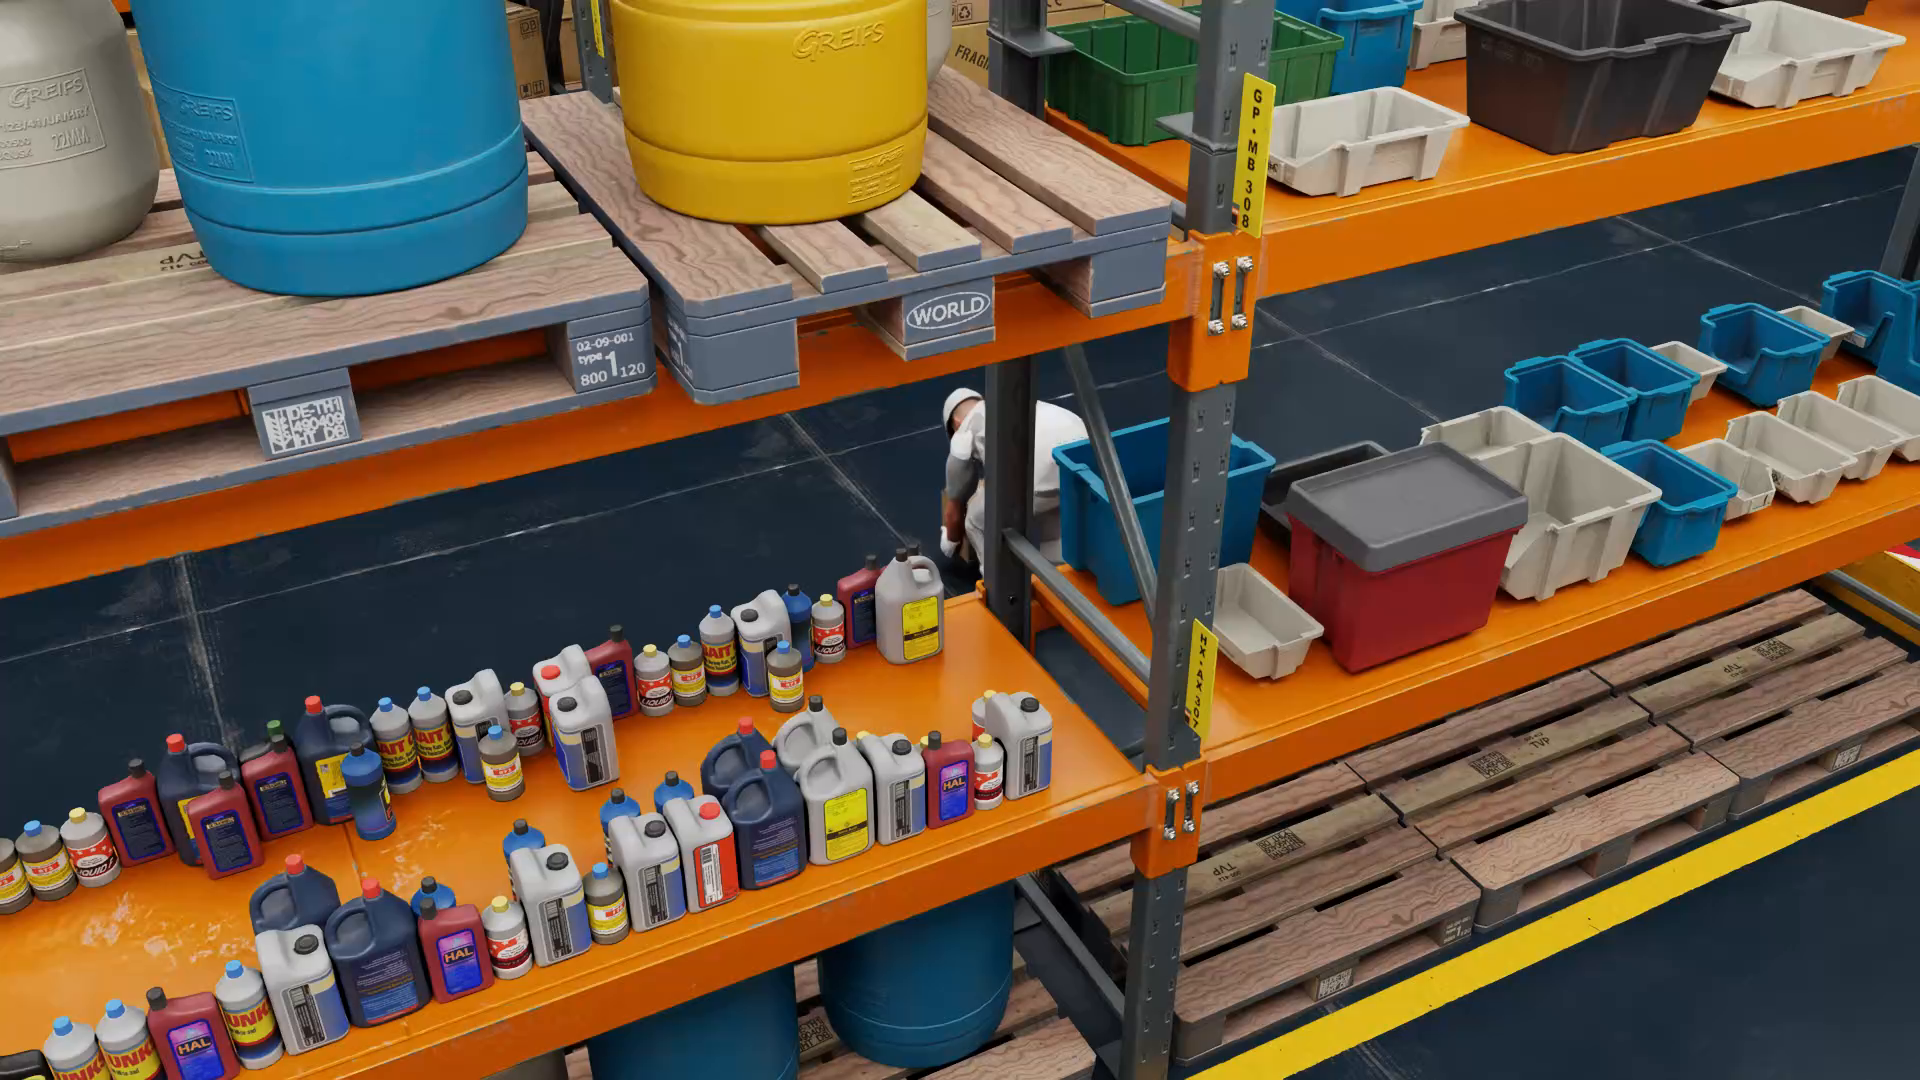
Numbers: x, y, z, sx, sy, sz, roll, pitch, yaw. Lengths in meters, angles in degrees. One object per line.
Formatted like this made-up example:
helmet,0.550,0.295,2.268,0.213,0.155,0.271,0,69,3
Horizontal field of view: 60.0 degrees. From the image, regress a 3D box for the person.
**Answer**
person,0.207,-0.184,7.105,0.524,1.023,0.953,-18,37,-25
